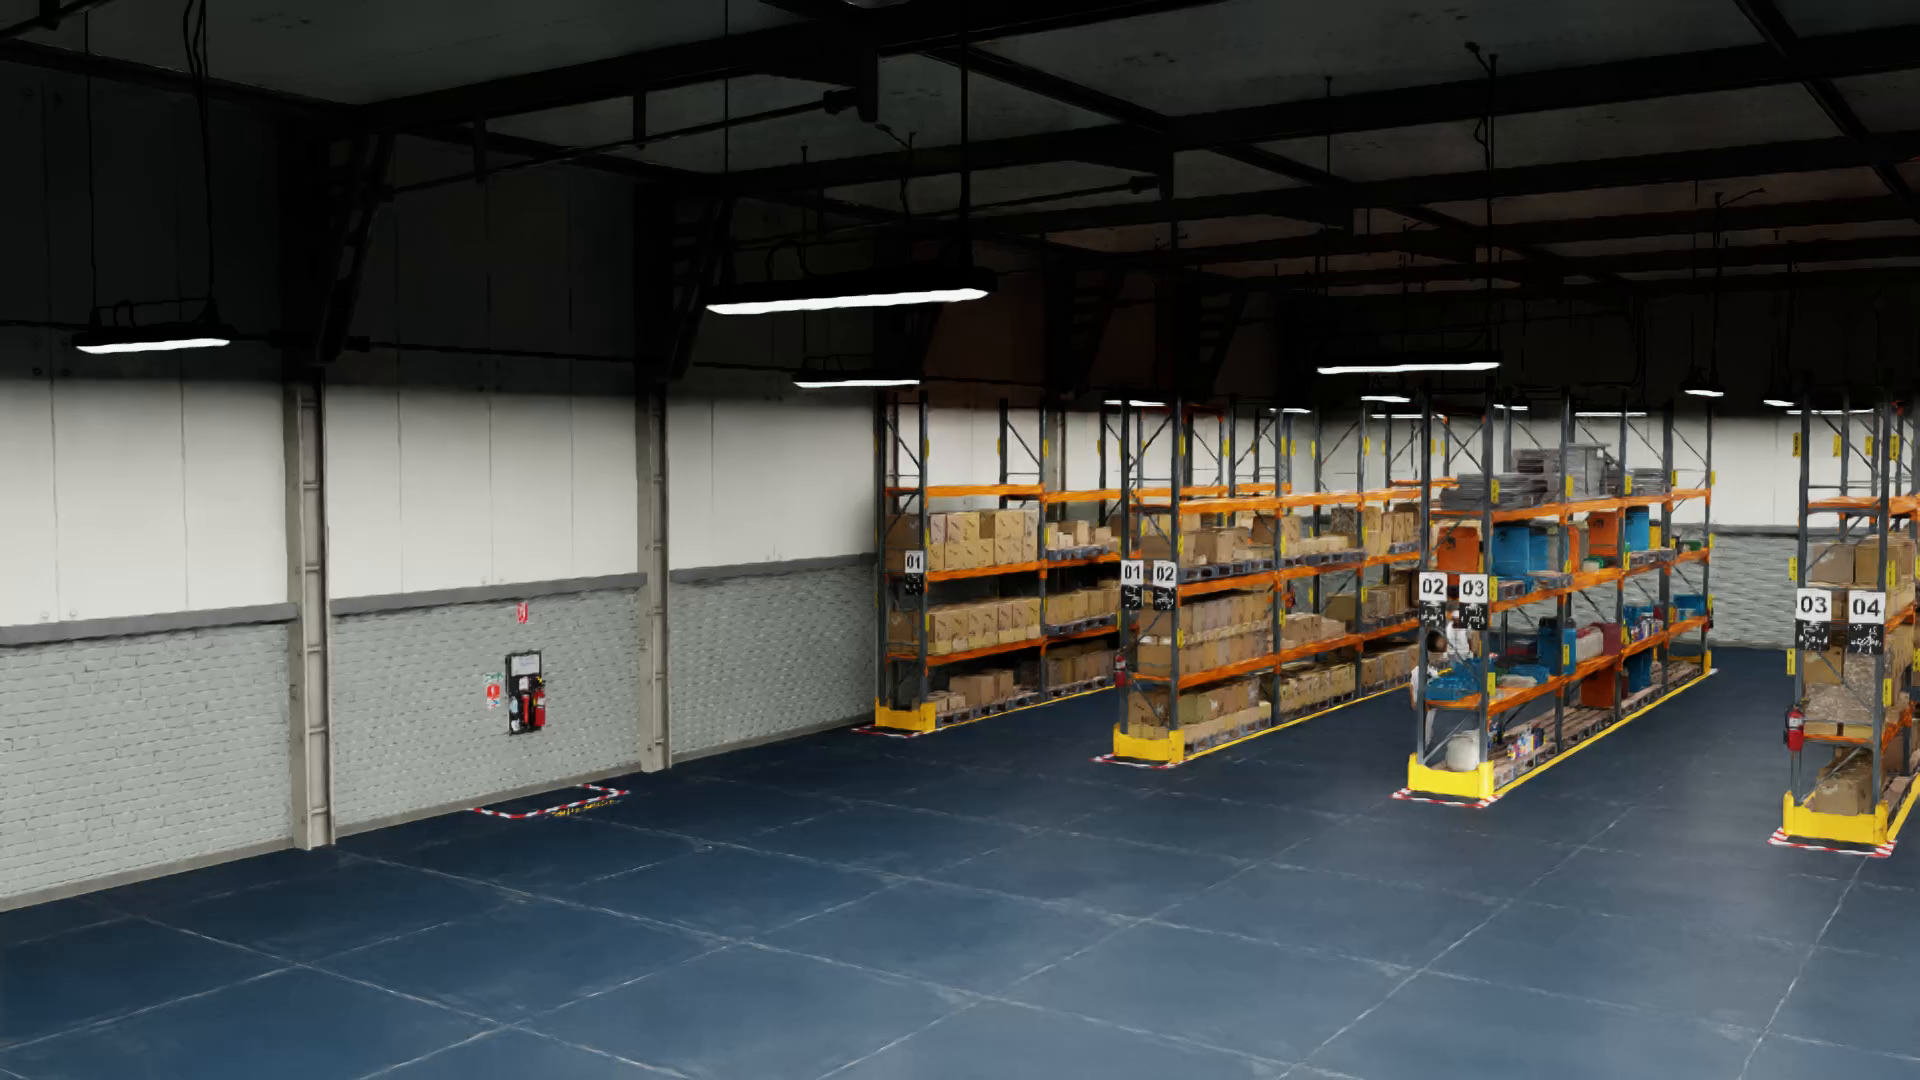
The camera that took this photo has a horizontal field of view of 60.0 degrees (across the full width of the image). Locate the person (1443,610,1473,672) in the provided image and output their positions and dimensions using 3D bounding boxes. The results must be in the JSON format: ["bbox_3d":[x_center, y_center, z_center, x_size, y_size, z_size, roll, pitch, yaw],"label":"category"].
[{"bbox_3d":[10.035,2.265,33.614,0.571,1.701,1.112,2,4,33],"label":"person"}]

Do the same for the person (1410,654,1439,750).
[{"bbox_3d":[7.751,2.657,27.749,0.497,1.583,1.090,2,4,37],"label":"person"}]
